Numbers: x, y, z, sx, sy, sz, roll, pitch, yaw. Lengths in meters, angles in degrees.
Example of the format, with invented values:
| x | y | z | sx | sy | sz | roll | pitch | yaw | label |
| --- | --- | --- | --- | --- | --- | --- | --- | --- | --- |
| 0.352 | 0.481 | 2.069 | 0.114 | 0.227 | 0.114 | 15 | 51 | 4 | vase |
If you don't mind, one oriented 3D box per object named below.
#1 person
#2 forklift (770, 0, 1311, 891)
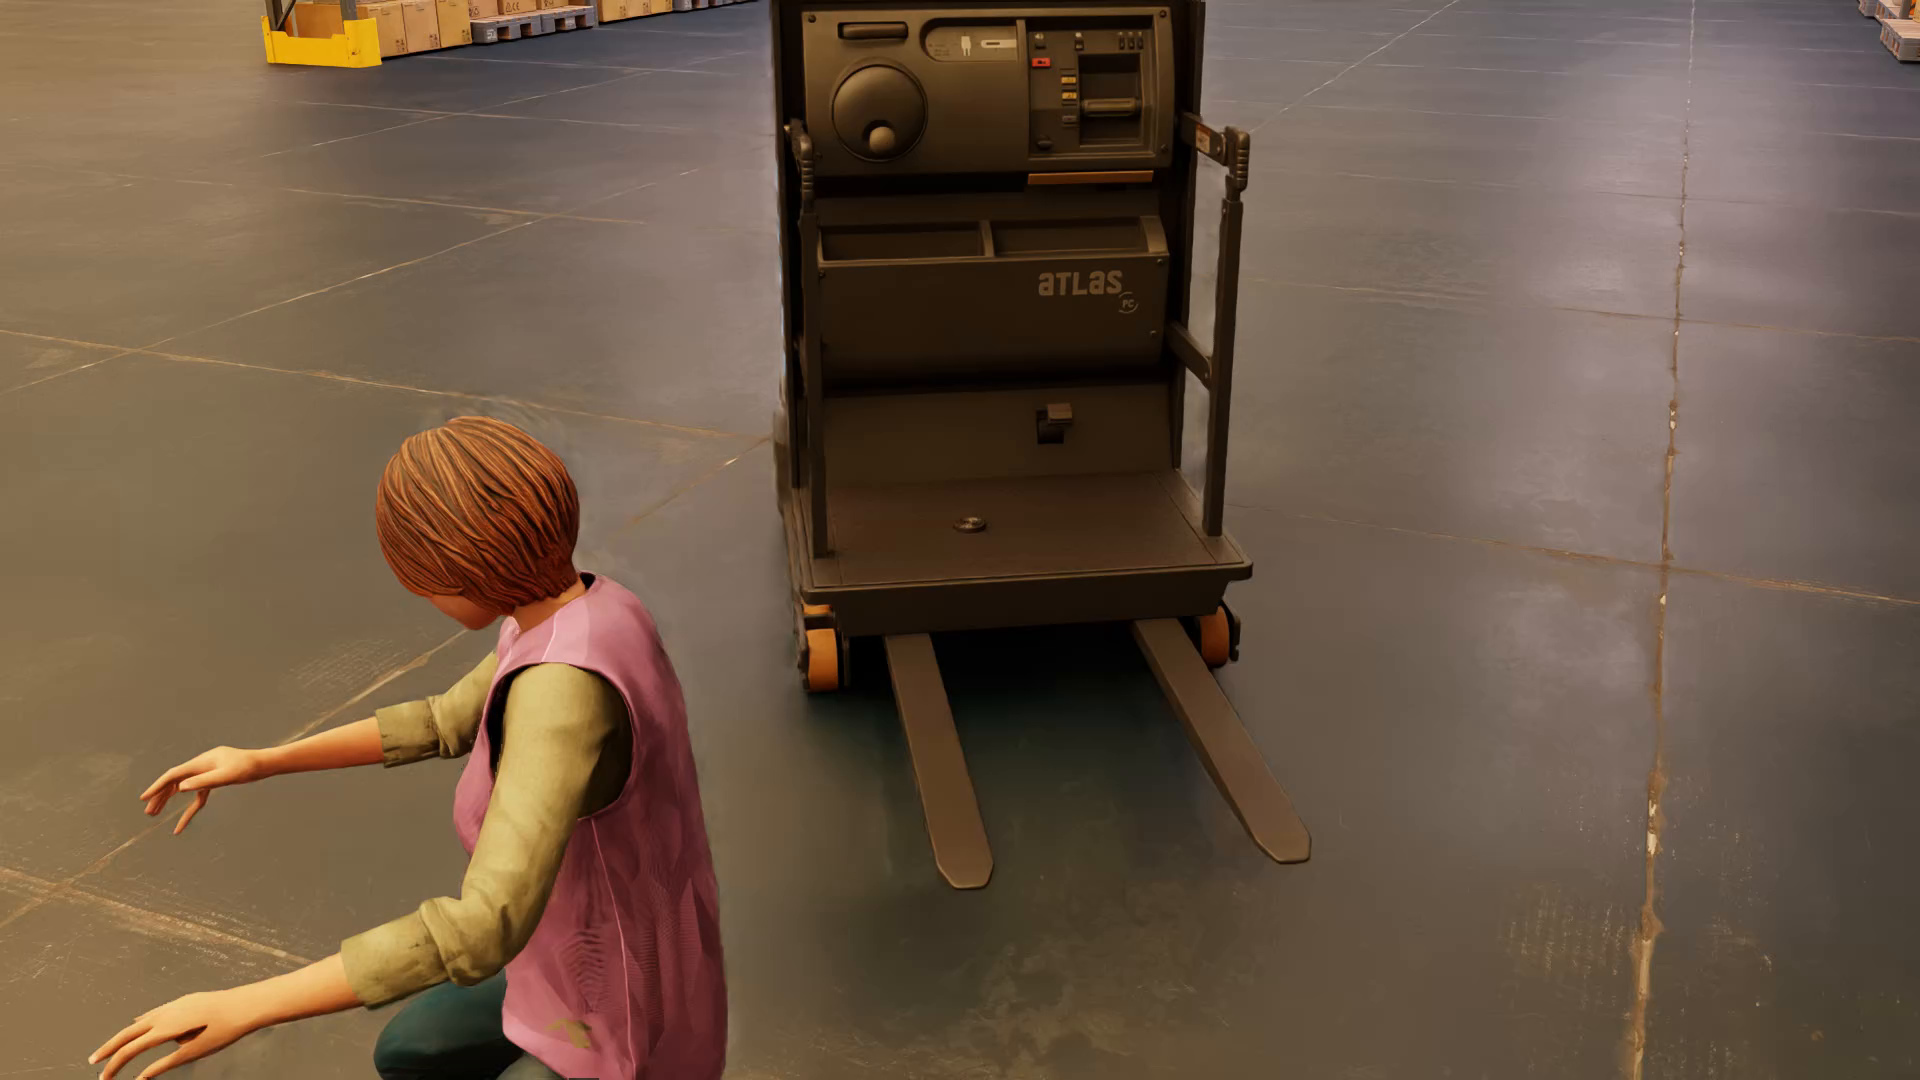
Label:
| x | y | z | sx | sy | sz | roll | pitch | yaw | label |
| --- | --- | --- | --- | --- | --- | --- | --- | --- | --- |
| -0.620 | 0.545 | 2.005 | 0.673 | 1.371 | 0.811 | -3 | 23 | -8 | person |
| 0.108 | -1.112 | 3.954 | 1.130 | 2.935 | 3.031 | -3 | 23 | -7 | forklift |
